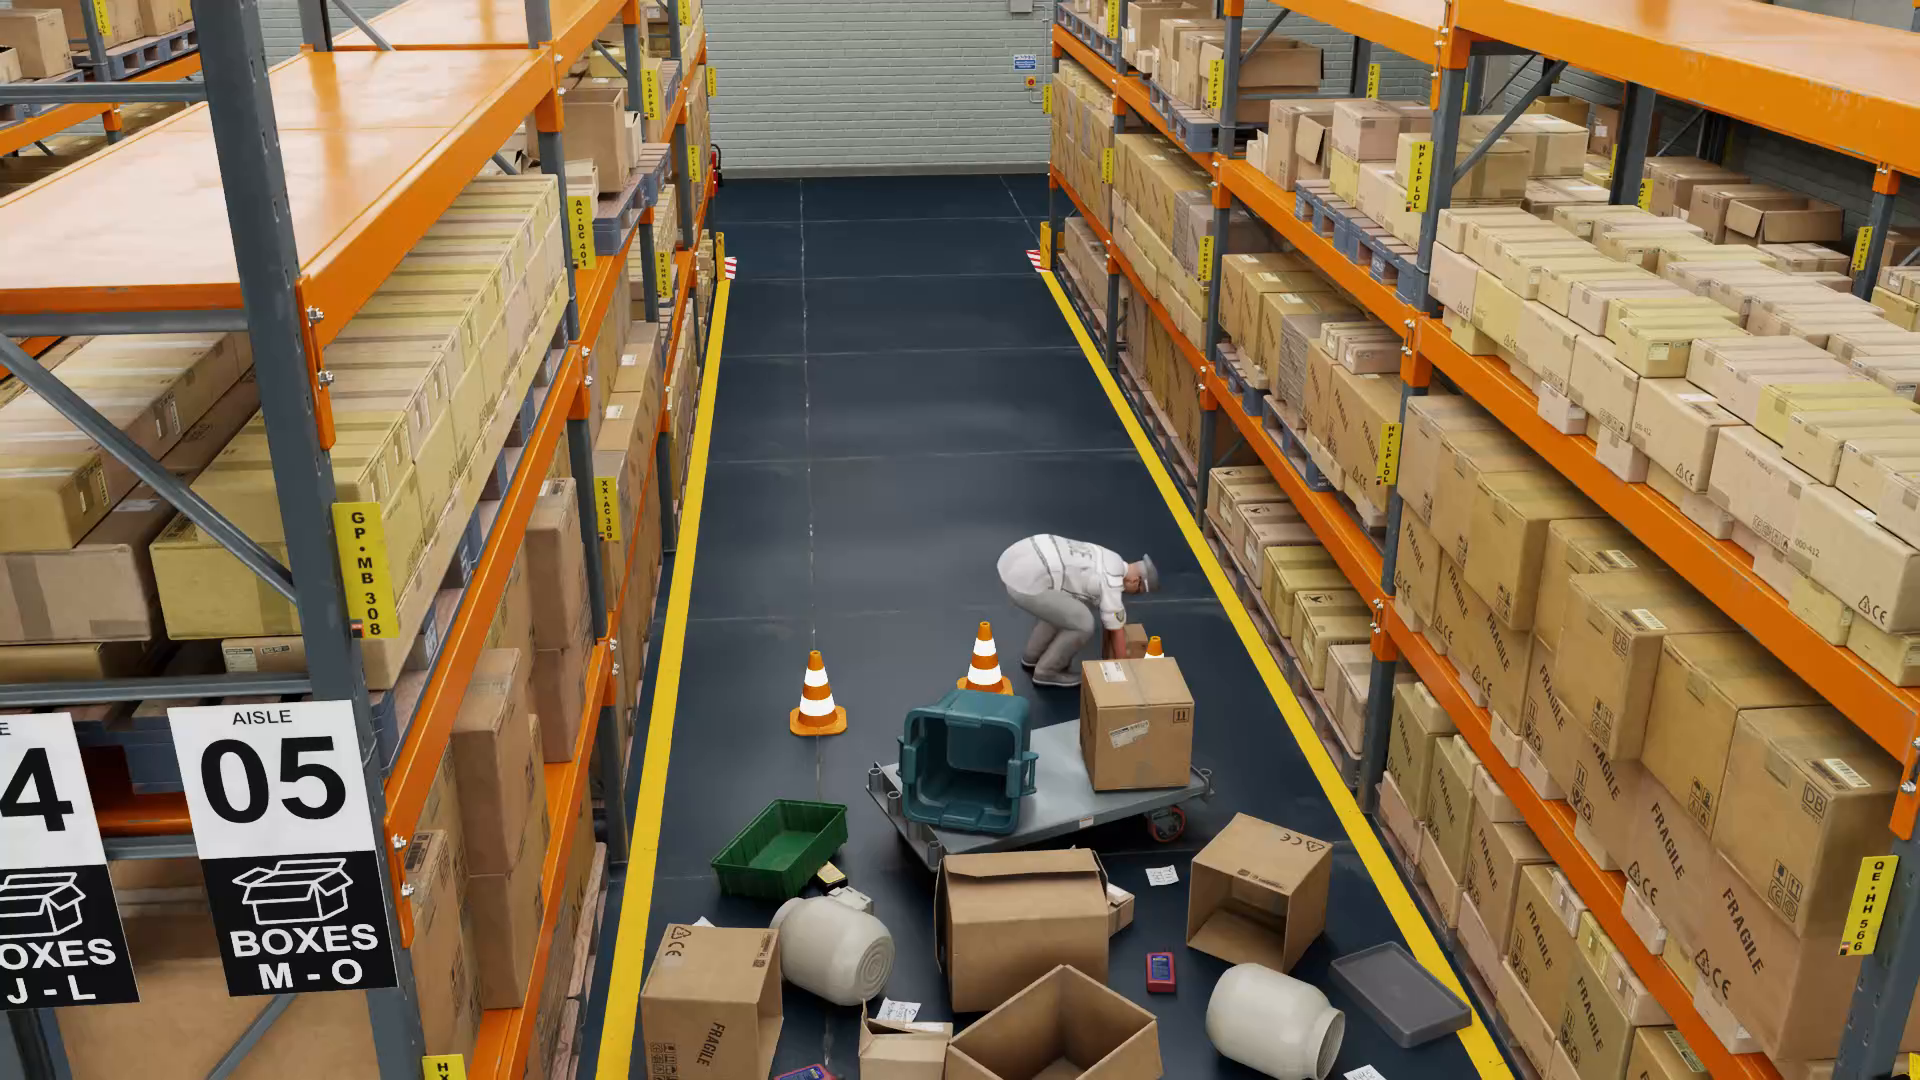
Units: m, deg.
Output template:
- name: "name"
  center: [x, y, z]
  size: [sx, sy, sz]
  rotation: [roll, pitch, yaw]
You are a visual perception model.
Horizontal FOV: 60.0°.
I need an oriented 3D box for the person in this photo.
- name: "person"
  center: [0.744, 0.413, 10.389]
  size: [1.023, 0.939, 0.534]
  rotation: [-3, 24, -8]
